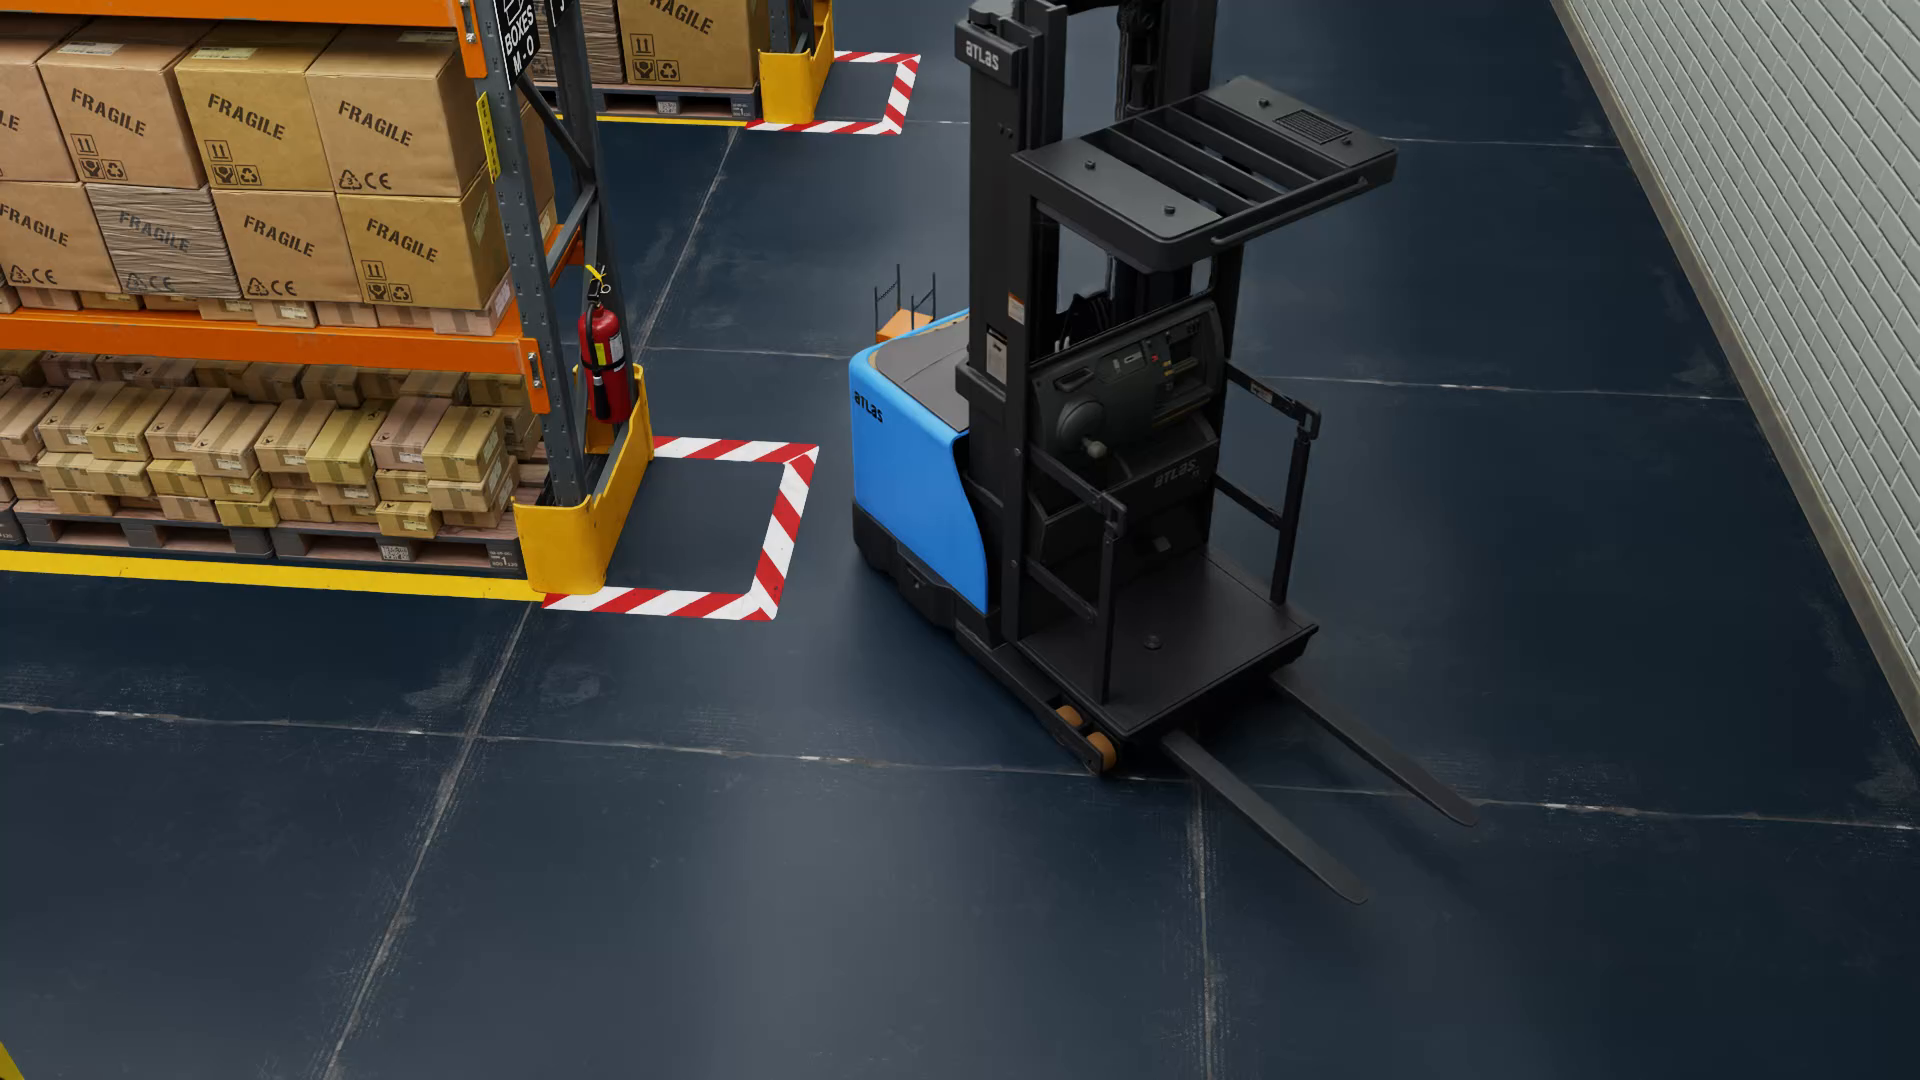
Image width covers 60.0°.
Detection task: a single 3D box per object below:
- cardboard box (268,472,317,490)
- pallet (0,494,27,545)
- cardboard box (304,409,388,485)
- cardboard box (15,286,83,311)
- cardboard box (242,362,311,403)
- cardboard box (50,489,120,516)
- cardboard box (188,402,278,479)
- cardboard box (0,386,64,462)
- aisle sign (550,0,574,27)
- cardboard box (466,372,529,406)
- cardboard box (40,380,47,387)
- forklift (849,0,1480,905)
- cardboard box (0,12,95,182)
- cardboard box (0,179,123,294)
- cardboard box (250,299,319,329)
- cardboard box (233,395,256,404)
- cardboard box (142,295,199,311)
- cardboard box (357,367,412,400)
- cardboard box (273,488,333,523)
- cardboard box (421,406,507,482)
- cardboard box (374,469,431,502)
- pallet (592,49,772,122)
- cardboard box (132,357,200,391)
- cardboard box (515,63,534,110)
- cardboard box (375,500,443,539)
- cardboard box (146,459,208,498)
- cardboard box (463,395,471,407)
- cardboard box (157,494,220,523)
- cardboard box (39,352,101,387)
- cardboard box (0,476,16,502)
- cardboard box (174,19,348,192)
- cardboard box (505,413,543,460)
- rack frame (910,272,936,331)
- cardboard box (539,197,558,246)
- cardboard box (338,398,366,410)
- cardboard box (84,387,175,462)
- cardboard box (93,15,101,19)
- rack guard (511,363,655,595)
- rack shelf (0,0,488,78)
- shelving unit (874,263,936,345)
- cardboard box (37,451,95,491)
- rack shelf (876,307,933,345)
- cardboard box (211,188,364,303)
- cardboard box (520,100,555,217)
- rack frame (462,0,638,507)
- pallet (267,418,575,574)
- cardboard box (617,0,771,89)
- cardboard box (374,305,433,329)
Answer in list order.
[{"bbox_3d":[-3.022,-0.408,7.736,0.250,0.149,0.380,3,39,3],"label":"cardboard box"},{"bbox_3d":[-5.008,-0.402,8.247,1.213,0.211,1.003,3,39,4],"label":"pallet"},{"bbox_3d":[-2.758,-0.421,7.516,0.250,0.149,0.380,2,39,3],"label":"cardboard box"},{"bbox_3d":[-3.838,-1.153,7.159,0.250,0.149,0.380,5,39,6],"label":"cardboard box"},{"bbox_3d":[-3.242,-0.826,8.014,0.250,0.149,0.380,5,39,6],"label":"cardboard box"},{"bbox_3d":[-4.048,-0.288,7.824,0.250,0.149,0.380,2,39,3],"label":"cardboard box"},{"bbox_3d":[-3.283,-0.455,7.558,0.250,0.149,0.380,5,39,6],"label":"cardboard box"},{"bbox_3d":[-4.321,-0.536,7.658,0.250,0.149,0.380,4,39,5],"label":"cardboard box"},{"bbox_3d":[-1.596,-2.473,6.523,0.004,0.787,0.394,3,39,4],"label":"aisle sign"},{"bbox_3d":[-2.187,-0.810,7.994,0.250,0.149,0.380,1,39,2],"label":"cardboard box"},{"bbox_3d":[-4.558,-0.767,8.177,0.250,0.149,0.380,3,39,4],"label":"cardboard box"},{"bbox_3d":[0.787,-0.545,6.268,1.130,2.935,3.031,-25,46,-28],"label":"forklift"},{"bbox_3d":[-3.723,-1.767,6.609,0.500,0.500,0.500,2,39,2],"label":"cardboard box"},{"bbox_3d":[-3.679,-1.383,6.929,0.500,0.500,0.500,5,39,6],"label":"cardboard box"},{"bbox_3d":[-2.796,-1.063,7.049,0.250,0.149,0.380,4,39,5],"label":"cardboard box"},{"bbox_3d":[-3.506,-0.676,8.065,0.250,0.149,0.380,5,39,6],"label":"cardboard box"},{"bbox_3d":[-3.320,-1.148,7.154,0.250,0.149,0.380,2,39,2],"label":"cardboard box"},{"bbox_3d":[-2.712,-0.844,8.035,0.250,0.149,0.380,3,39,4],"label":"cardboard box"},{"bbox_3d":[-3.005,-0.259,7.788,0.250,0.149,0.380,4,39,4],"label":"cardboard box"},{"bbox_3d":[-2.244,-0.437,7.536,0.250,0.149,0.380,4,39,4],"label":"cardboard box"},{"bbox_3d":[-2.501,-0.350,7.664,0.250,0.149,0.380,2,39,3],"label":"cardboard box"},{"bbox_3d":[-1.969,-3.307,11.816,1.213,0.211,1.003,3,39,4],"label":"pallet"},{"bbox_3d":[-3.759,-0.823,8.010,0.250,0.149,0.380,3,39,4],"label":"cardboard box"},{"bbox_3d":[-2.119,-2.013,6.911,0.500,0.500,0.500,3,39,4],"label":"cardboard box"},{"bbox_3d":[-2.502,-0.185,7.697,0.250,0.149,0.380,4,39,5],"label":"cardboard box"},{"bbox_3d":[-3.534,-0.375,7.695,0.250,0.149,0.380,5,39,6],"label":"cardboard box"},{"bbox_3d":[-2.462,-0.693,8.086,0.250,0.149,0.380,3,39,4],"label":"cardboard box"},{"bbox_3d":[-3.535,-0.261,7.790,0.250,0.149,0.380,4,39,5],"label":"cardboard box"},{"bbox_3d":[-4.267,-0.912,8.119,0.250,0.149,0.380,1,39,2],"label":"cardboard box"},{"bbox_3d":[-4.570,-0.355,7.907,0.250,0.149,0.380,2,39,3],"label":"cardboard box"},{"bbox_3d":[-2.677,-1.718,6.548,0.500,0.500,0.500,2,39,2],"label":"cardboard box"},{"bbox_3d":[-2.189,-0.567,8.167,0.250,0.149,0.380,4,39,5],"label":"cardboard box"},{"bbox_3d":[-0.164,-0.677,7.801,0.006,1.200,0.240,17,42,20],"label":"rack frame"},{"bbox_3d":[-1.989,-1.406,7.471,0.250,0.149,0.380,3,39,3],"label":"cardboard box"},{"bbox_3d":[-2.960,-0.733,8.135,0.250,0.149,0.380,4,39,5],"label":"cardboard box"},{"bbox_3d":[-3.800,-0.535,7.657,0.250,0.149,0.380,3,39,4],"label":"cardboard box"},{"bbox_3d":[-3.647,-2.105,7.023,0.500,0.500,0.500,2,39,2],"label":"cardboard box"},{"bbox_3d":[-1.770,-0.315,7.911,0.348,0.500,1.175,3,39,4],"label":"rack guard"},{"bbox_3d":[-3.687,-2.273,6.531,4.000,0.370,1.077,3,39,4],"label":"rack shelf"},{"bbox_3d":[-0.247,-0.702,7.832,0.189,1.200,0.258,17,42,20],"label":"shelving unit"},{"bbox_3d":[-4.054,-0.402,7.728,0.250,0.149,0.380,3,39,3],"label":"cardboard box"},{"bbox_3d":[-0.247,-0.947,7.633,0.180,0.103,0.258,17,42,20],"label":"rack shelf"},{"bbox_3d":[-2.677,-1.328,6.861,0.500,0.500,0.500,3,39,3],"label":"cardboard box"},{"bbox_3d":[-2.118,-1.632,7.235,0.500,0.500,0.500,5,39,6],"label":"cardboard box"},{"bbox_3d":[-1.695,-1.280,7.117,0.127,3.000,1.000,3,39,4],"label":"rack frame"},{"bbox_3d":[-2.577,-0.269,8.084,1.213,0.211,1.003,3,39,4],"label":"pallet"},{"bbox_3d":[-1.811,-3.717,11.462,0.875,0.875,0.875,3,39,4],"label":"cardboard box"},{"bbox_3d":[-2.288,-1.060,7.045,0.250,0.149,0.380,3,39,4],"label":"cardboard box"}]
